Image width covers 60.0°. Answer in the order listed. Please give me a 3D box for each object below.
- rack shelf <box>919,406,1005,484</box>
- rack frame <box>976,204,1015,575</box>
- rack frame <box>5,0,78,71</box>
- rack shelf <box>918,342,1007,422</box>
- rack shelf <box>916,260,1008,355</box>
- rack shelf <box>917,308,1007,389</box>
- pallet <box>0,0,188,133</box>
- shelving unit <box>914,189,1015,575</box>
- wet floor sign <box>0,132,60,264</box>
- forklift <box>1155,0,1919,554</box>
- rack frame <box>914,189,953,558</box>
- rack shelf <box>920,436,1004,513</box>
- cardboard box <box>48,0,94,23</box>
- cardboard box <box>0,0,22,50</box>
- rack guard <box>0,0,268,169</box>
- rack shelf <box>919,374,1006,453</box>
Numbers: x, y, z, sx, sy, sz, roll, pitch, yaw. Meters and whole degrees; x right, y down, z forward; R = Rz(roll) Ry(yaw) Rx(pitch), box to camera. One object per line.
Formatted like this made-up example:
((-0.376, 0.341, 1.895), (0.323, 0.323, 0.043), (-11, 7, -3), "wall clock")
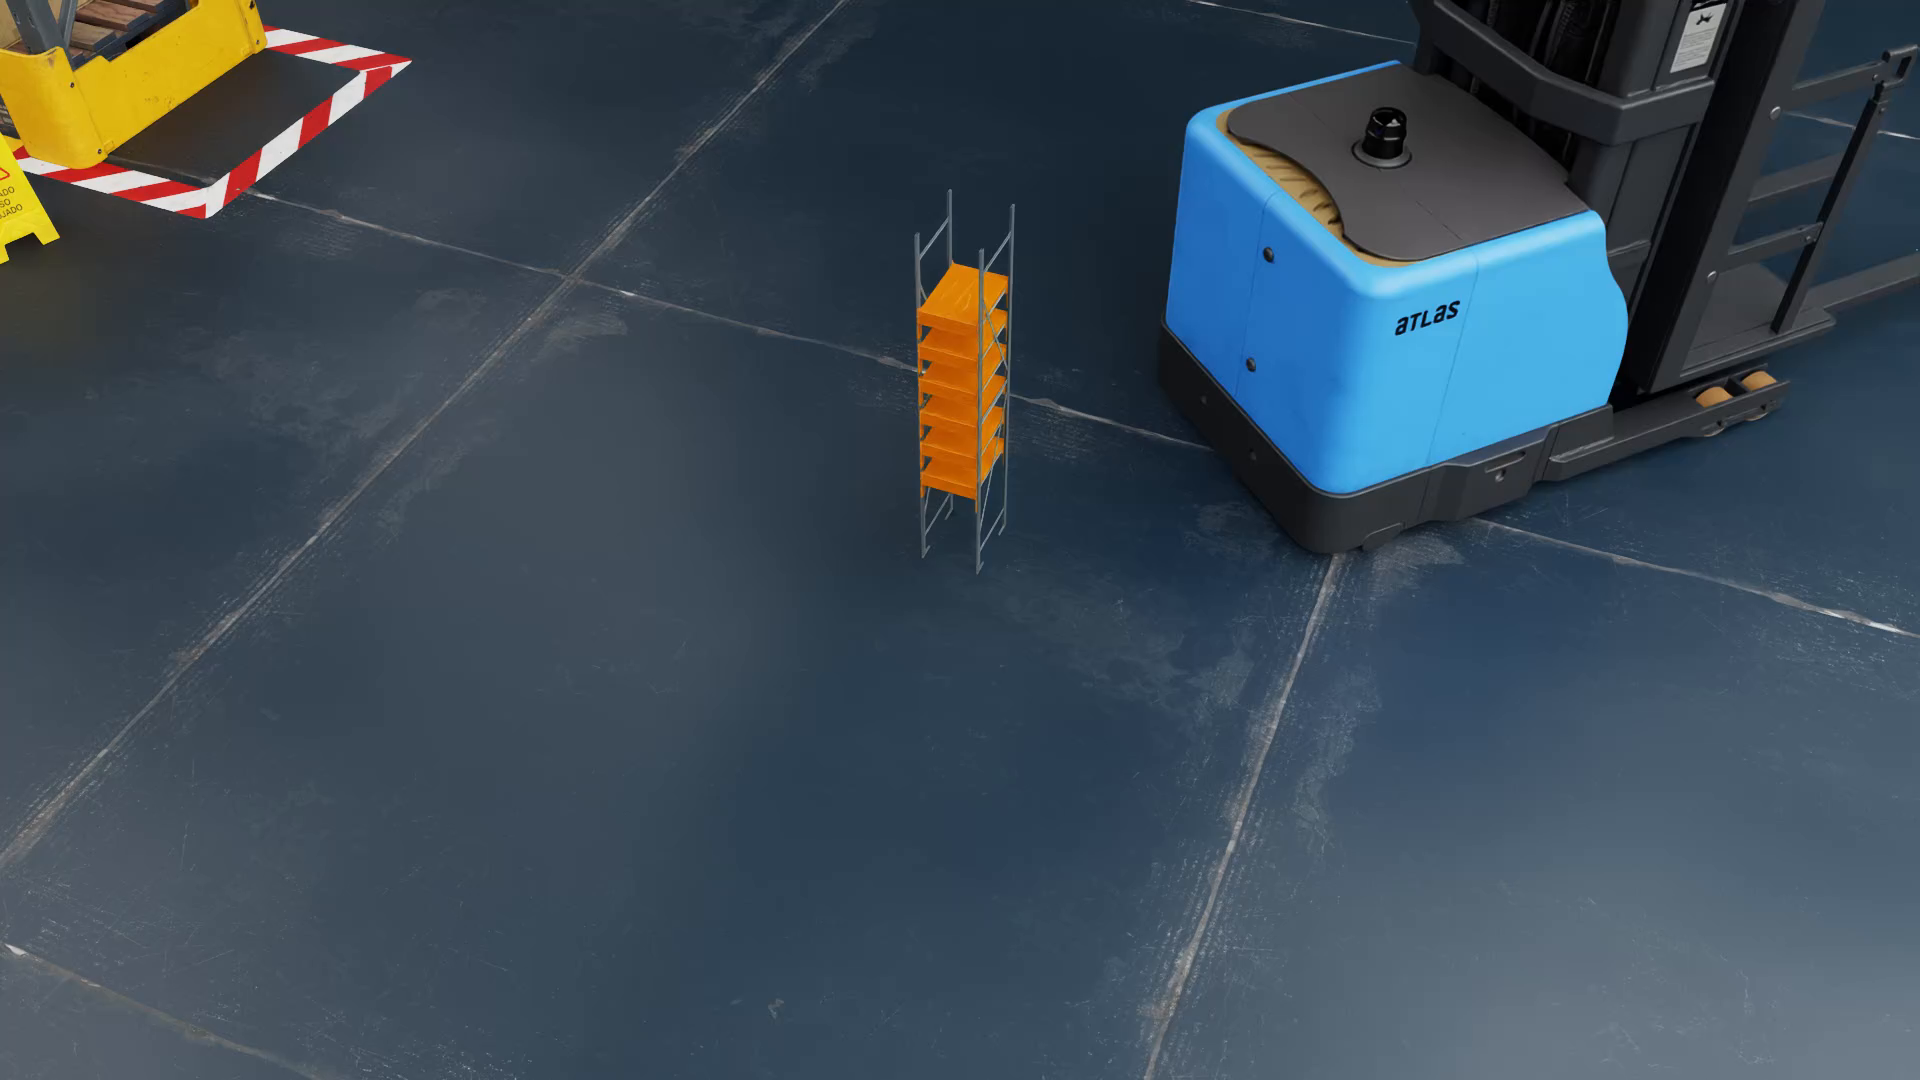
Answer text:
((0.013, -0.305, 4.939), (0.180, 0.103, 0.258), (16, 47, 16), "rack shelf")
((0.098, -0.397, 4.798), (0.006, 1.200, 0.240), (16, 47, 16), "rack frame")
((-3.414, -2.964, 6.102), (0.127, 3.000, 1.000), (16, 47, 16), "rack frame")
((0.013, -0.475, 4.770), (0.180, 0.103, 0.258), (16, 47, 16), "rack shelf")
((0.013, -0.645, 4.600), (0.180, 0.103, 0.258), (16, 47, 16), "rack shelf")
((0.013, -0.560, 4.685), (0.180, 0.103, 0.258), (16, 47, 16), "rack shelf")
((-4.221, -2.239, 7.351), (1.213, 0.211, 1.003), (16, 47, 16), "pallet")
((0.013, -0.421, 4.823), (0.189, 1.200, 0.258), (16, 47, 16), "shelving unit")
((-3.651, -1.381, 6.180), (0.232, 0.644, 0.267), (33, 54, 29), "wet floor sign")
((2.229, -1.707, 4.888), (3.031, 2.935, 1.130), (-18, 48, -17), "forklift")
((-0.071, -0.446, 4.848), (0.006, 1.200, 0.240), (16, 47, 16), "rack frame")
((0.013, -0.220, 5.023), (0.180, 0.103, 0.258), (16, 47, 16), "rack shelf")
((-4.052, -2.537, 7.325), (0.500, 0.250, 0.500), (16, 47, 16), "cardboard box")
((-4.286, -2.189, 6.975), (0.500, 0.250, 0.500), (16, 47, 16), "cardboard box")
((-3.484, -2.098, 7.004), (0.348, 0.500, 1.175), (16, 47, 16), "rack guard")
((0.013, -0.390, 4.854), (0.180, 0.103, 0.258), (16, 47, 16), "rack shelf")
